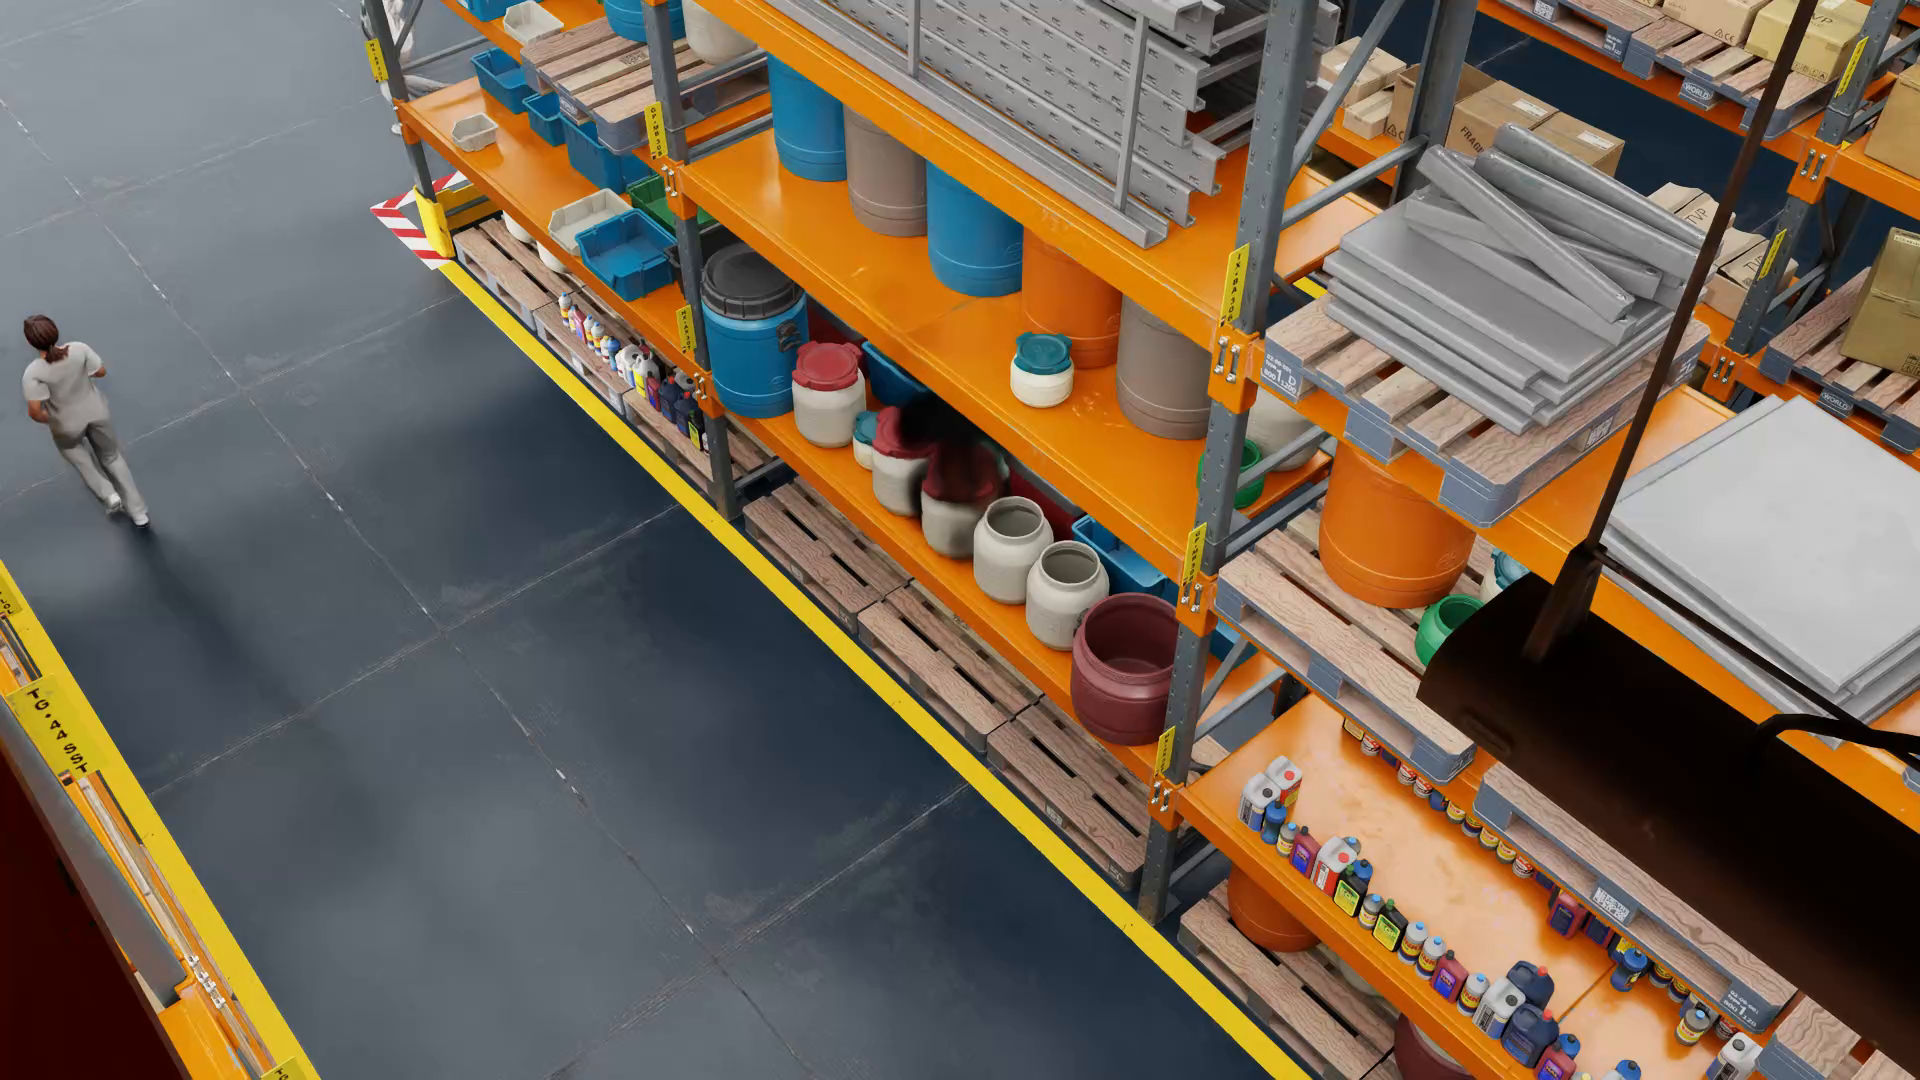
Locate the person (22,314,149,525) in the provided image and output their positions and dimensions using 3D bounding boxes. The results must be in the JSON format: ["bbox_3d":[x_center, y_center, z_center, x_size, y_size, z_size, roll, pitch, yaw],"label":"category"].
[{"bbox_3d":[-5.628,-0.787,10.591,0.548,1.648,0.616,-35,56,-29],"label":"person"}]

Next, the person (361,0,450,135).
[{"bbox_3d":[-4.575,-4.059,13.710,0.592,1.643,0.623,-11,48,-11],"label":"person"}]
